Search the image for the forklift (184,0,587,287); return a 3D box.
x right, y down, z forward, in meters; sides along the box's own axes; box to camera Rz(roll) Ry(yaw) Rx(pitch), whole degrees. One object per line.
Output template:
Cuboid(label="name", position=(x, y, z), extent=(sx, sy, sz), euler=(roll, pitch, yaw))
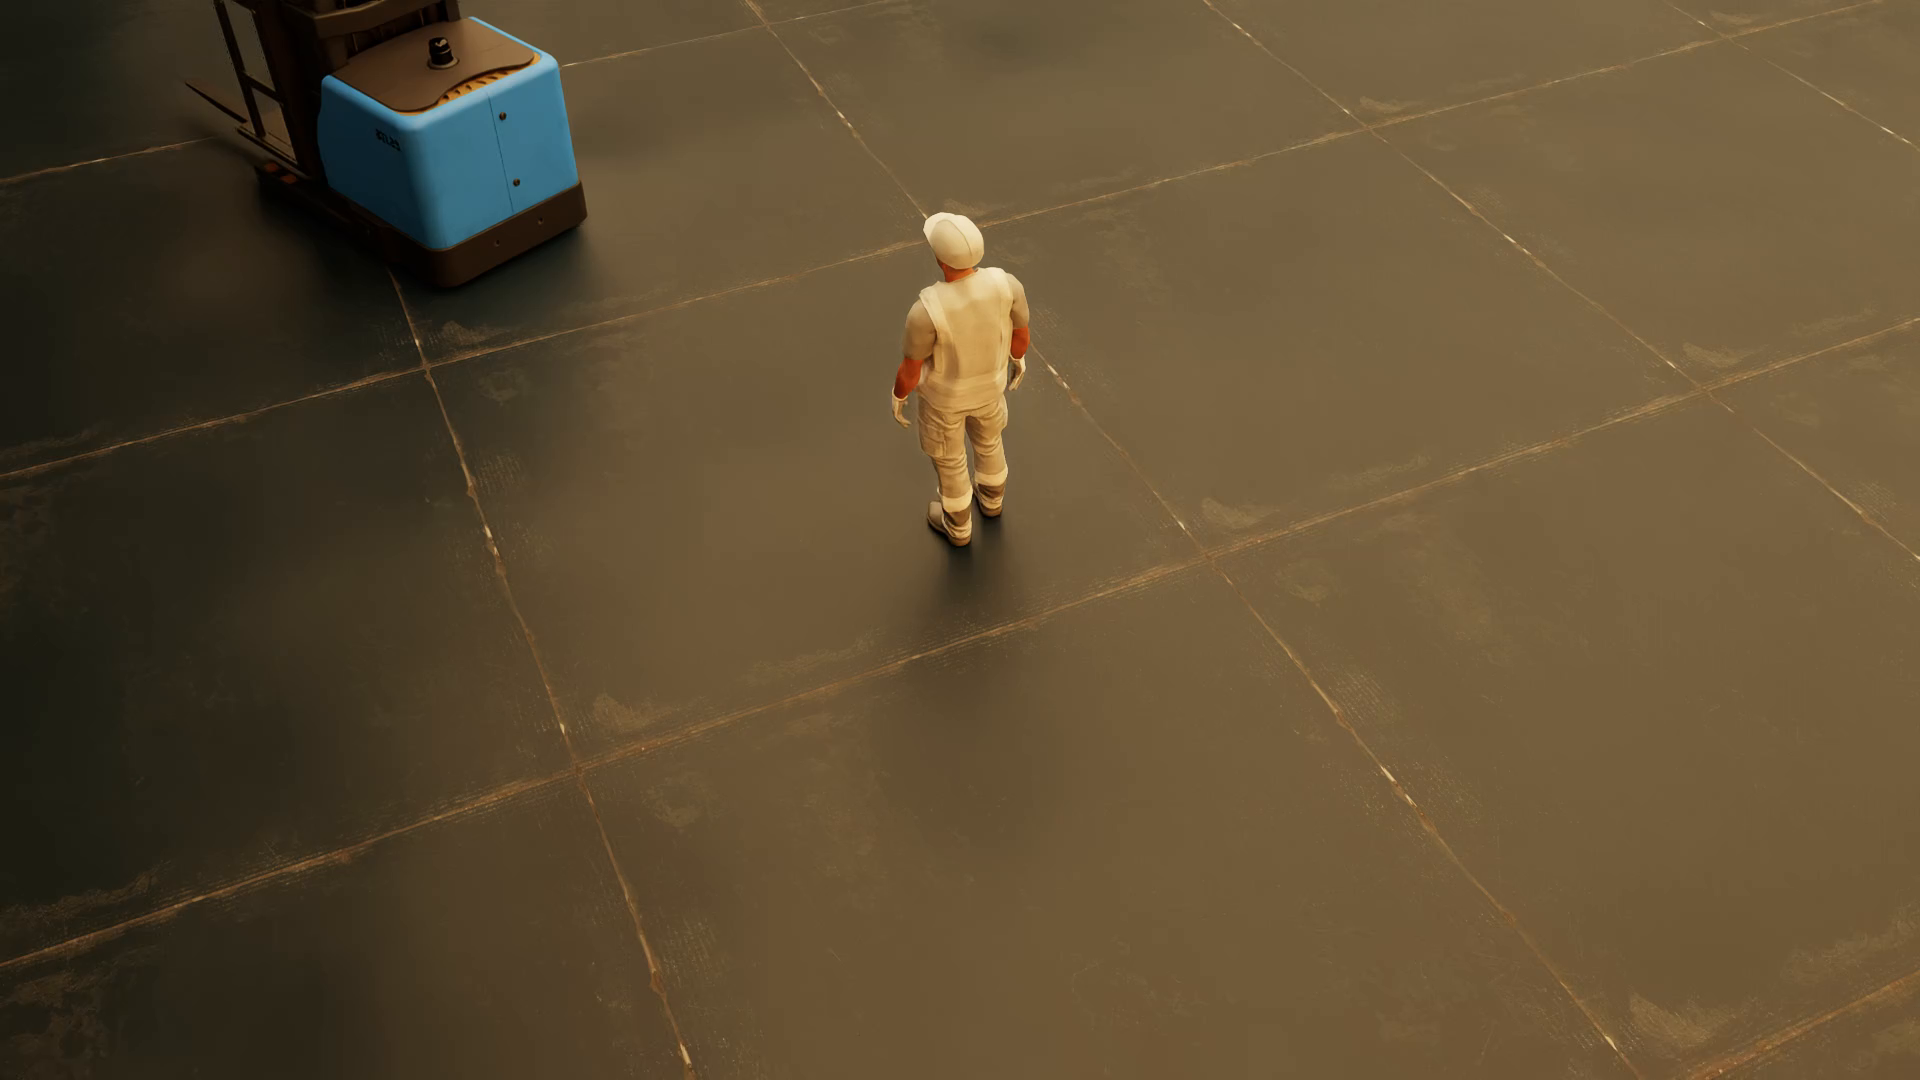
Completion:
Cuboid(label="forklift", position=(-3.624, -3.344, 9.263), extent=(3.031, 2.935, 1.130), euler=(31, 51, 29))

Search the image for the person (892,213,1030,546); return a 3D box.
Cuboid(label="person", position=(-0.023, -0.713, 7.270), extent=(0.637, 1.790, 0.562), euler=(-18, 46, -18))
